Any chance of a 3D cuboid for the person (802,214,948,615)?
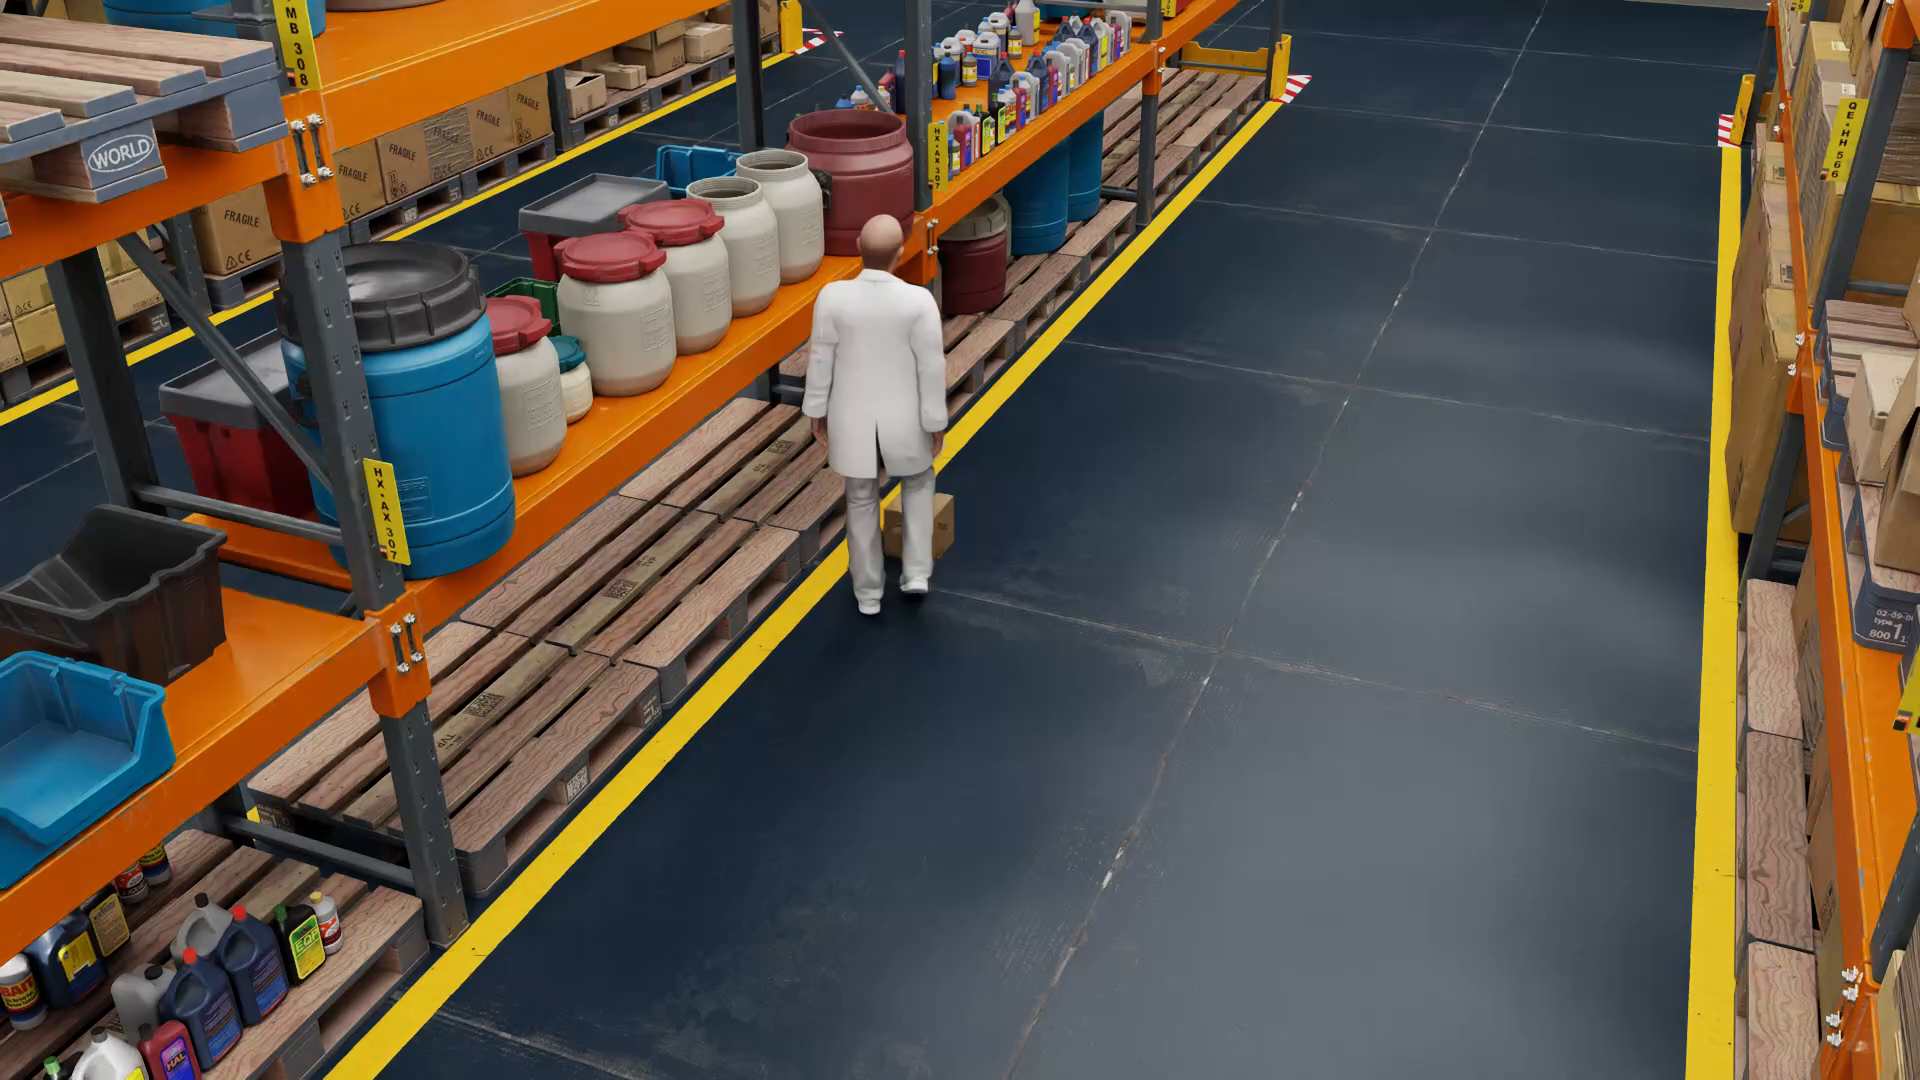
[{"bbox_3d":[-0.357,-0.510,7.097,0.626,1.842,0.429,1,29,2],"label":"person"}]
